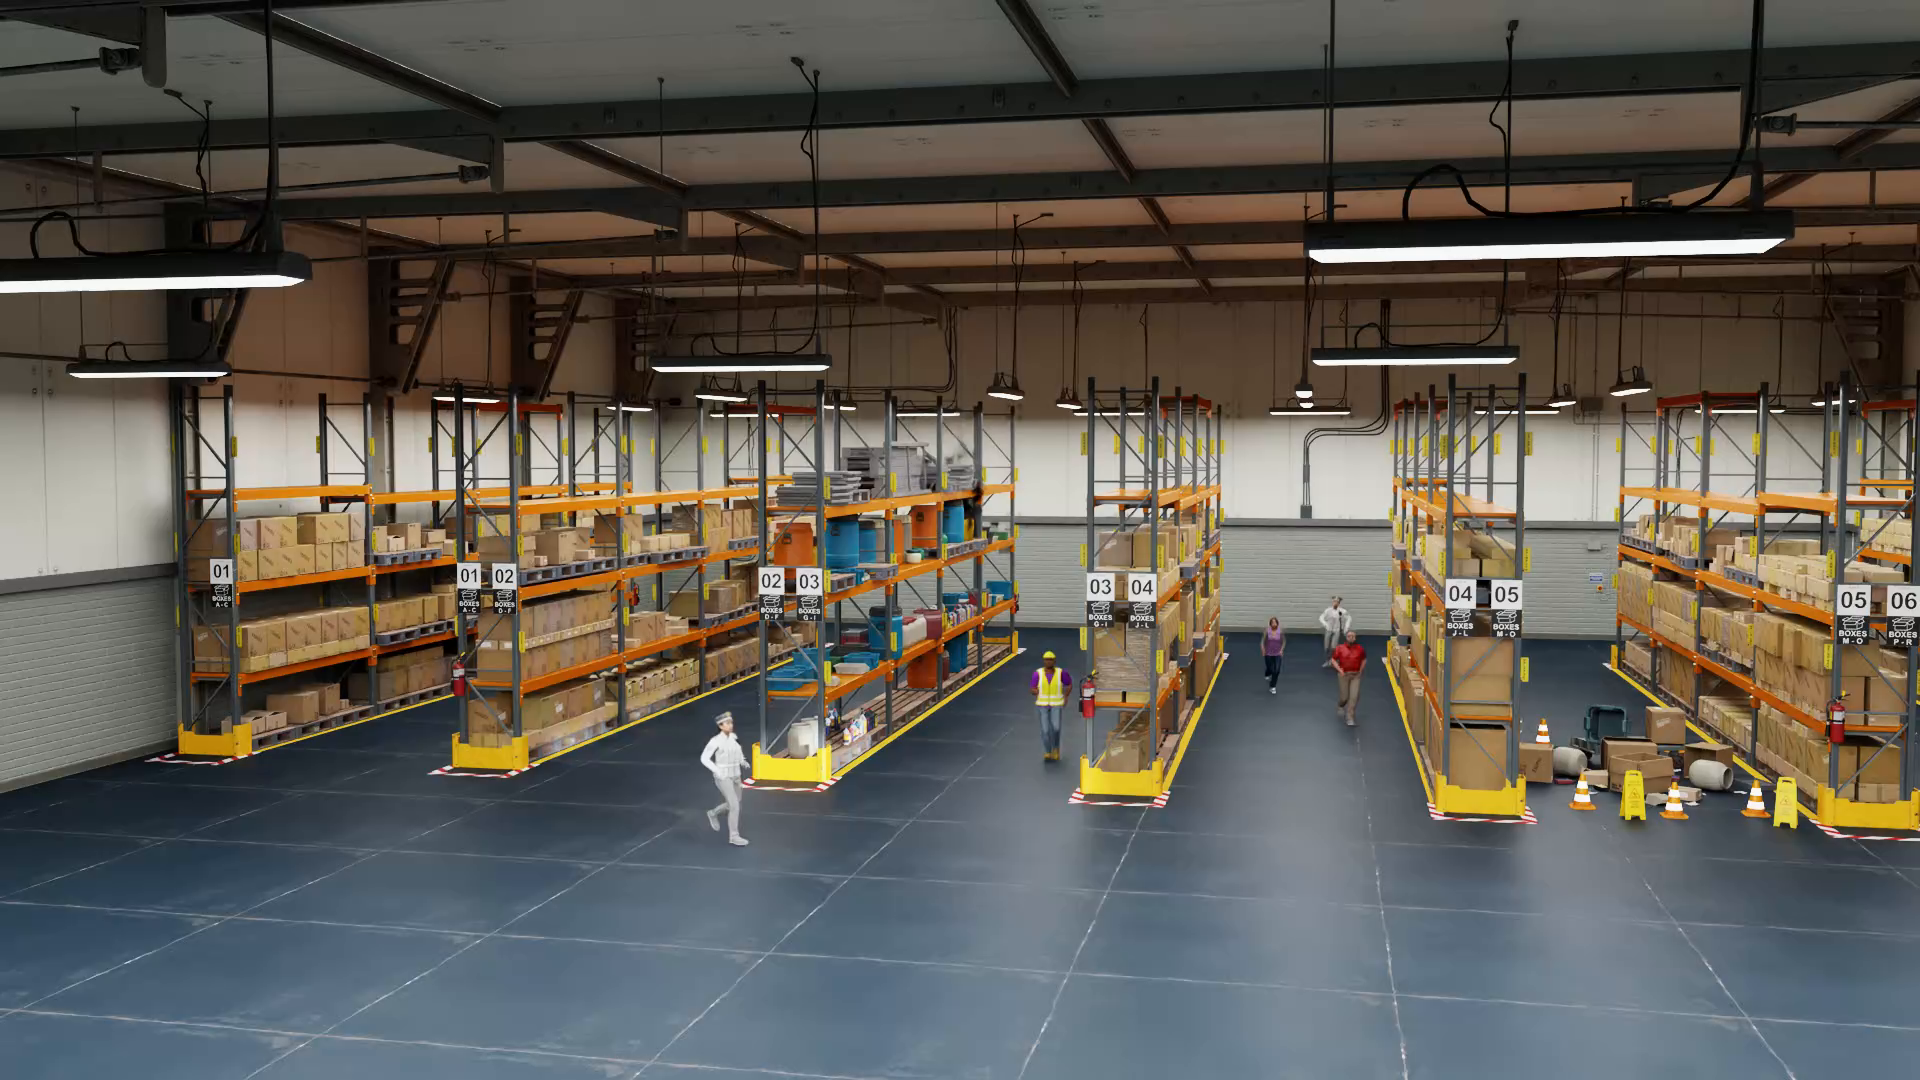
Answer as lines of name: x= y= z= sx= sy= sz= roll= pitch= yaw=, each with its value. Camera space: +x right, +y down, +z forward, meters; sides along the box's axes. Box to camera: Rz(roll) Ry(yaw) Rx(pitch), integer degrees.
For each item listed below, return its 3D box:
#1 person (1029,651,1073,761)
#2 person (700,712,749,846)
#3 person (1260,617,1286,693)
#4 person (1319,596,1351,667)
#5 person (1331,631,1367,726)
person: x=1.432 y=2.648 z=26.424 sx=0.680 sy=1.750 sz=0.626 roll=0 pitch=3 yaw=8
person: x=-2.970 y=2.992 z=21.016 sx=0.767 sy=1.660 sz=0.625 roll=2 pitch=4 yaw=36
person: x=6.382 y=2.341 z=33.897 sx=0.521 sy=1.550 sz=0.534 roll=0 pitch=3 yaw=3
person: x=8.478 y=2.073 z=37.653 sx=0.698 sy=1.632 sz=0.529 roll=1 pitch=3 yaw=21
person: x=7.032 y=2.474 z=30.024 sx=0.654 sy=1.686 sz=0.753 roll=0 pitch=3 yaw=2
